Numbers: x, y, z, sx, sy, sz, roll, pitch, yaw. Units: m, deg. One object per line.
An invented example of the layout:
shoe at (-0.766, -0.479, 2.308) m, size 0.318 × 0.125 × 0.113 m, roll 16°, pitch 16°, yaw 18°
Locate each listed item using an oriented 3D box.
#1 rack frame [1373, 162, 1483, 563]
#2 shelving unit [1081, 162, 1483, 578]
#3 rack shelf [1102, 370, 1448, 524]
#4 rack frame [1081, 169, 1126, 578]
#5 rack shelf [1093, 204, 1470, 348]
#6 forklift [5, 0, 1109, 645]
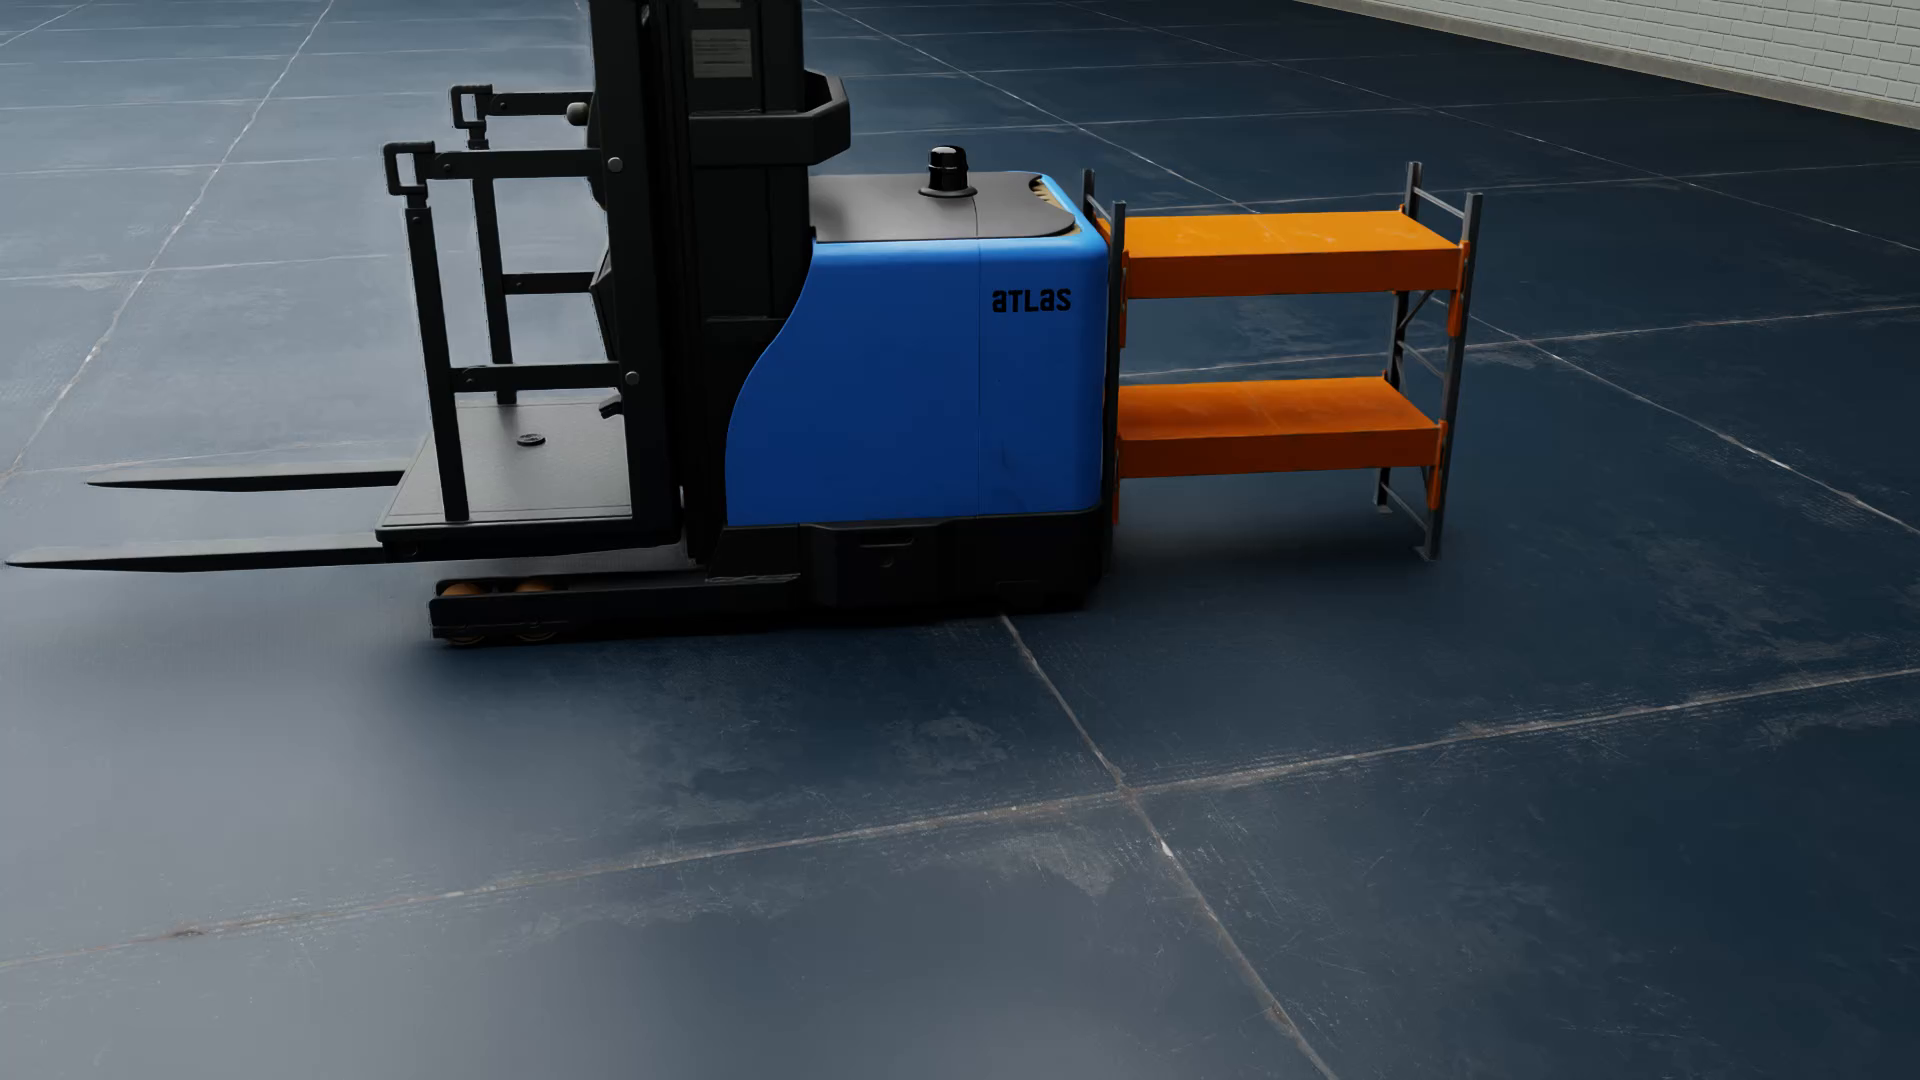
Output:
rack frame at (1.420, -0.546, 5.097) m, size 0.032 × 1.125 × 0.500 m, roll -3°, pitch 23°, yaw -6°
shelving unit at (0.915, -0.523, 5.043) m, size 1.048 × 1.125 × 0.538 m, roll -3°, pitch 23°, yaw -6°
rack shelf at (0.915, -0.299, 5.140) m, size 1.000 × 0.278 × 0.538 m, roll -3°, pitch 23°, yaw -6°
rack frame at (0.410, -0.501, 4.990) m, size 0.032 × 1.125 × 0.500 m, roll -3°, pitch 23°, yaw -6°
rack shelf at (0.915, -0.792, 4.928) m, size 1.000 × 0.278 × 0.538 m, roll -3°, pitch 23°, yaw -6°
forklift at (-1.143, -1.278, 4.511) m, size 3.031 × 2.935 × 1.130 m, roll -3°, pitch 23°, yaw -6°
